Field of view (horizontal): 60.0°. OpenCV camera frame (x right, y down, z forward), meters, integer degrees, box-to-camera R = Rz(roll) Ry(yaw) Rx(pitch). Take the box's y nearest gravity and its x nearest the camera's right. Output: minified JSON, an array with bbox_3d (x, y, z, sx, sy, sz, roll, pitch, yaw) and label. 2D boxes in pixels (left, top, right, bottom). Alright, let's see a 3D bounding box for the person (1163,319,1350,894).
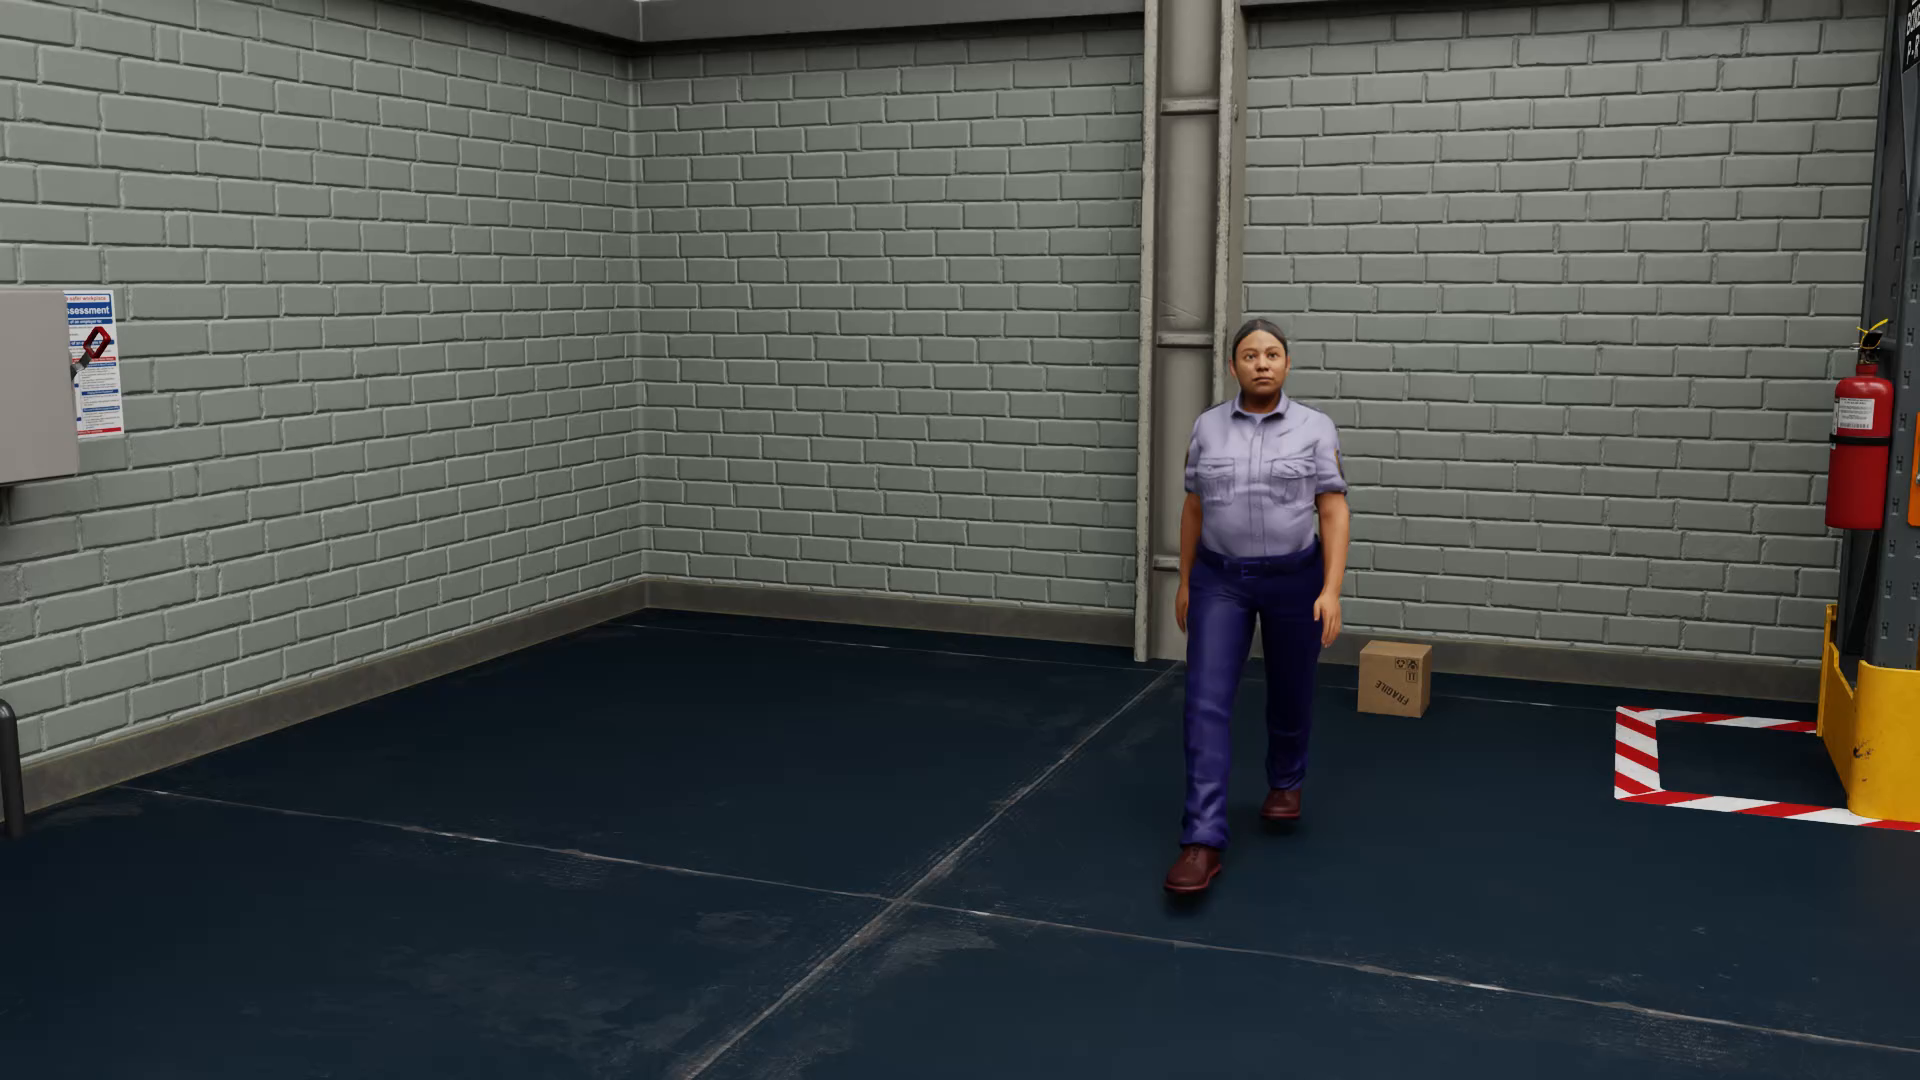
[{"bbox_3d":[0.875,0.154,4.879,0.511,1.565,1.013,2,9,11],"label":"person"}]
